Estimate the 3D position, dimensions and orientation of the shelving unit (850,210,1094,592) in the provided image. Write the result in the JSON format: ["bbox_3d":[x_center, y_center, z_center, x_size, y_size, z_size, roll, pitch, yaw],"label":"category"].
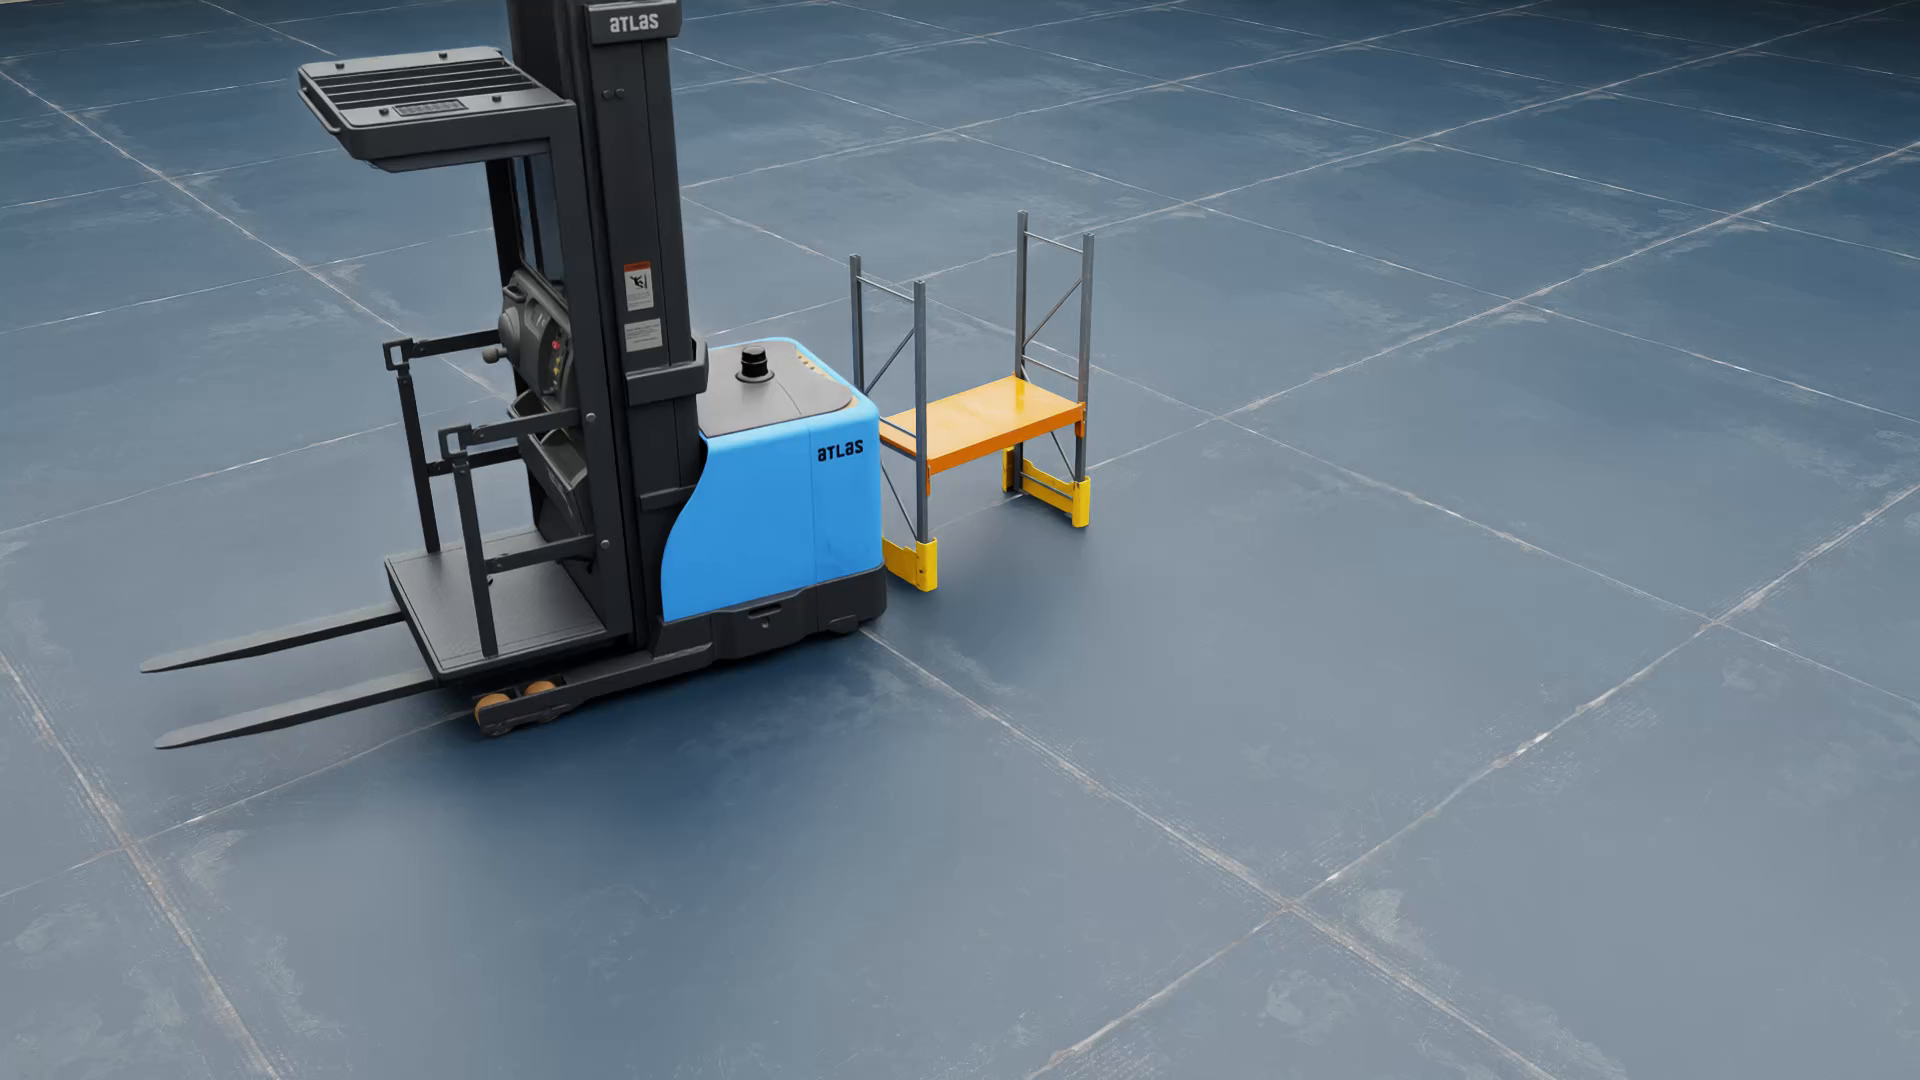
[{"bbox_3d":[0.058,-0.685,7.940,1.083,1.500,0.587,-22,35,-35],"label":"shelving unit"}]

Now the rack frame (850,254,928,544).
[{"bbox_3d":[-0.322,-0.532,7.654,0.032,1.500,0.500,-22,35,-35],"label":"rack frame"}]

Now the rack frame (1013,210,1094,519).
[{"bbox_3d":[0.452,-0.843,8.236,0.032,1.500,0.500,-22,35,-35],"label":"rack frame"}]

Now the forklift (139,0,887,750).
[{"bbox_3d":[-1.875,-0.783,6.606,3.031,2.935,1.130,-14,31,-25],"label":"forklift"}]

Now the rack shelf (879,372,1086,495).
[{"bbox_3d":[0.065,-0.529,8.030,1.000,0.185,0.538,-22,35,-35],"label":"rack shelf"}]

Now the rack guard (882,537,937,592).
[{"bbox_3d":[-0.321,0.019,7.950,0.087,0.250,0.587,-22,35,-35],"label":"rack guard"}]

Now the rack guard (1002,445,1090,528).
[{"bbox_3d":[0.437,-0.286,8.520,0.087,0.250,0.587,-22,35,-35],"label":"rack guard"}]
